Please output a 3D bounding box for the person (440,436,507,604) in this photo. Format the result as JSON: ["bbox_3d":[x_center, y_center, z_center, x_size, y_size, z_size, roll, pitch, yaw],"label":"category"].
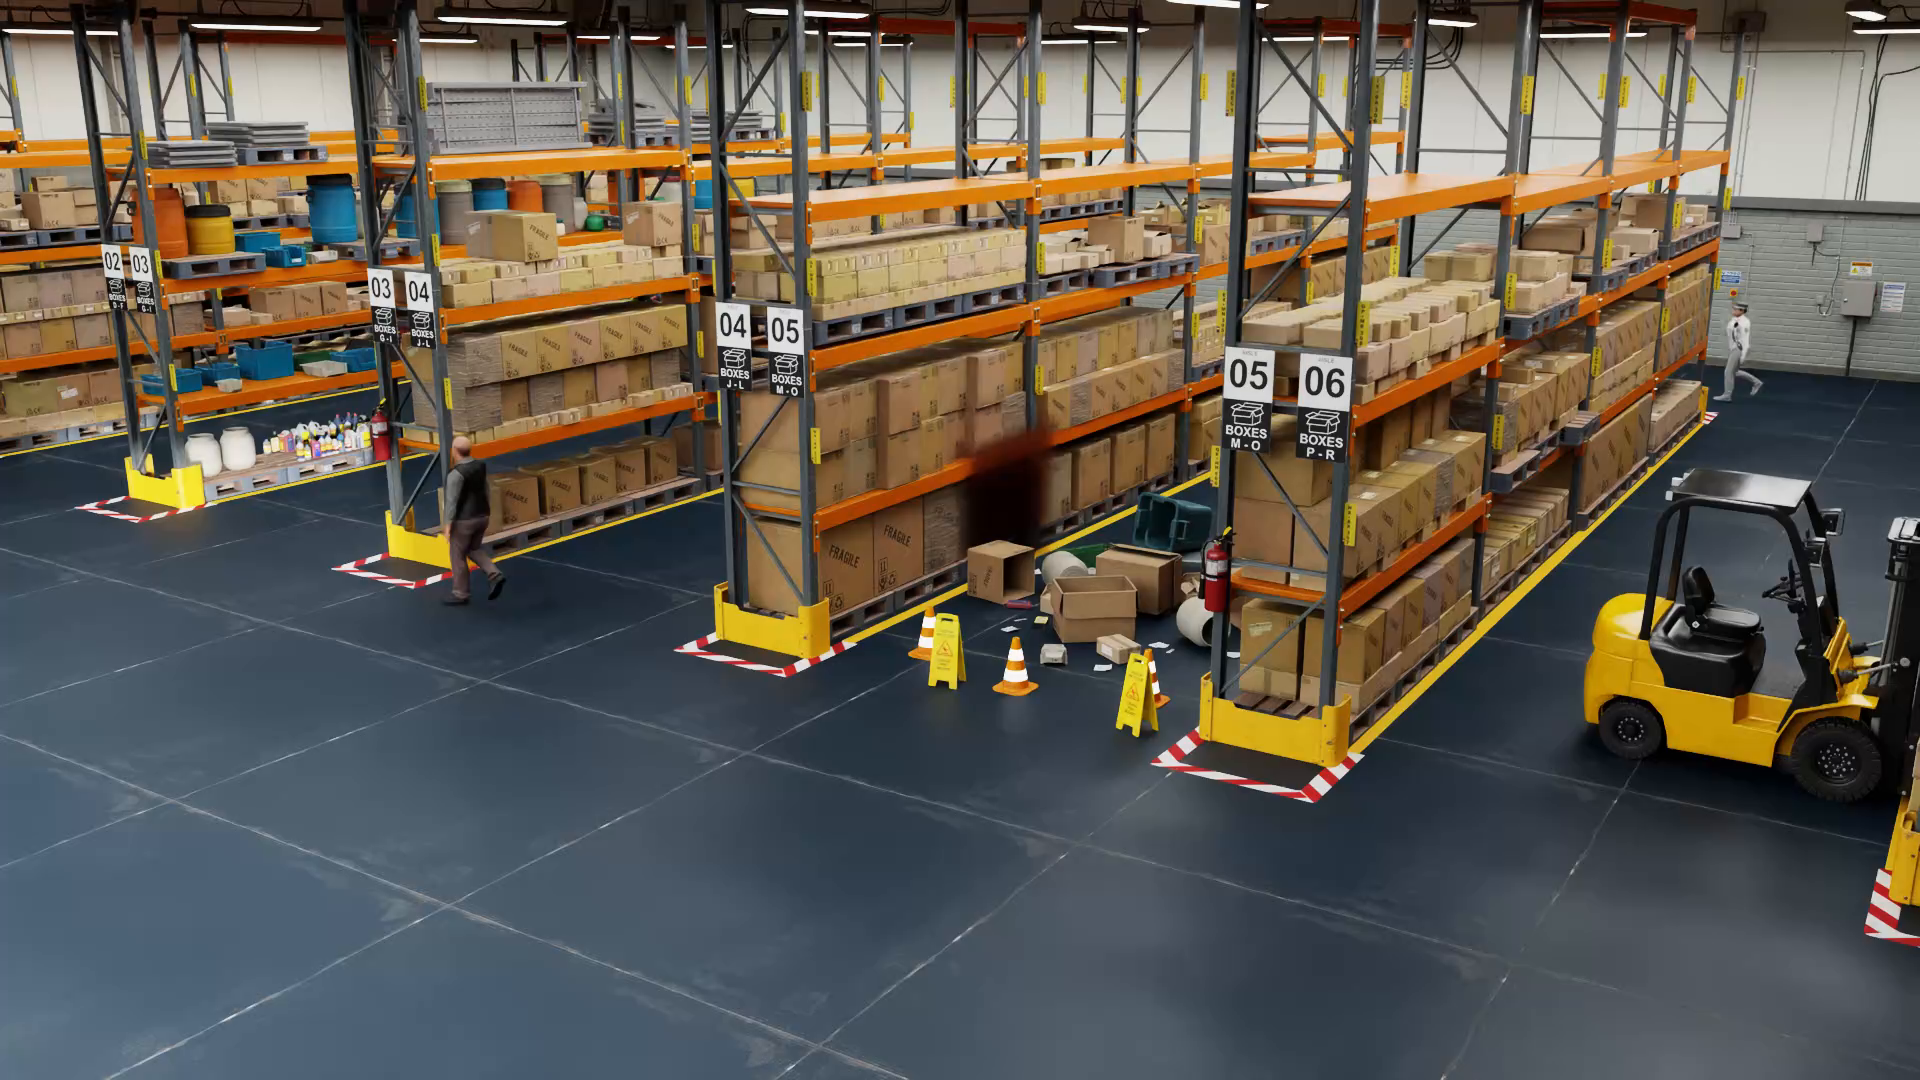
[{"bbox_3d":[-4.939,-0.200,16.733,0.666,1.710,0.596,6,17,22],"label":"person"}]

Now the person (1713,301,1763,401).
[{"bbox_3d":[12.836,-3.103,27.267,0.768,1.638,0.482,3,16,12],"label":"person"}]
